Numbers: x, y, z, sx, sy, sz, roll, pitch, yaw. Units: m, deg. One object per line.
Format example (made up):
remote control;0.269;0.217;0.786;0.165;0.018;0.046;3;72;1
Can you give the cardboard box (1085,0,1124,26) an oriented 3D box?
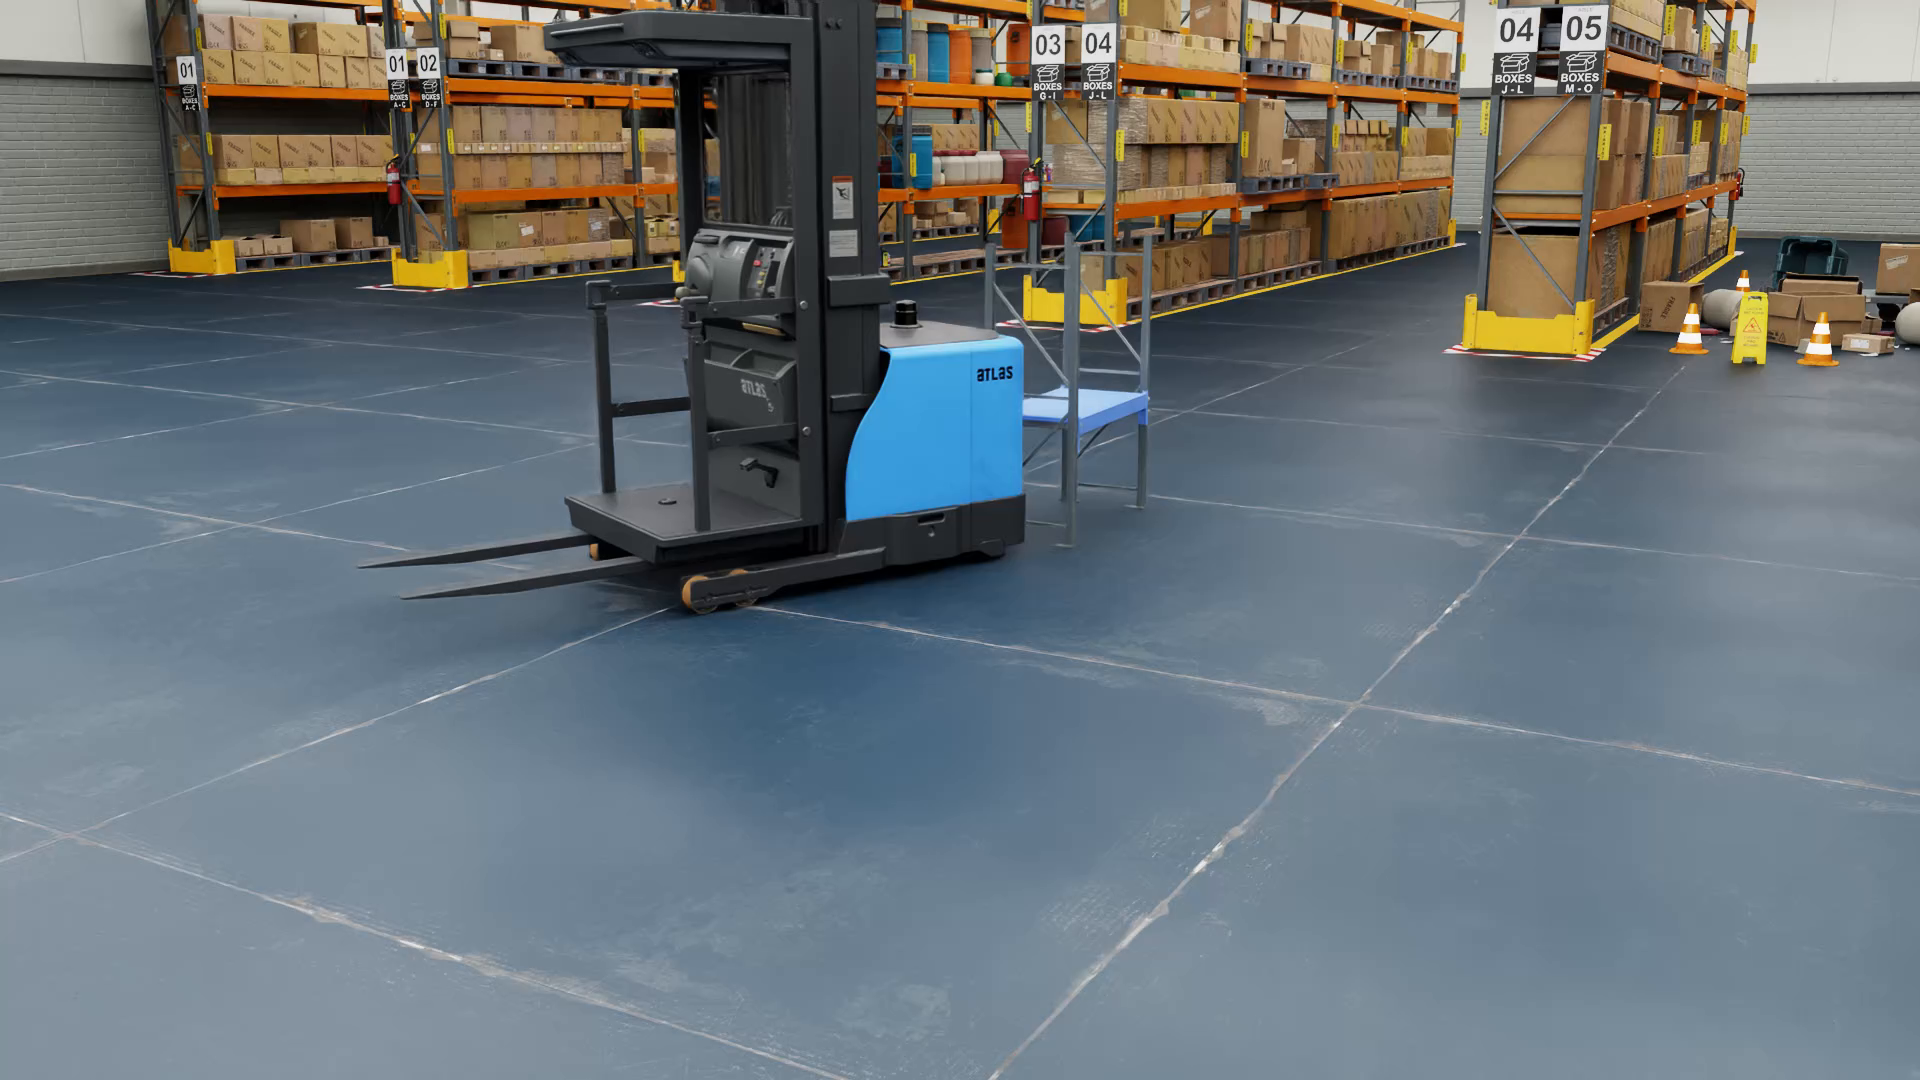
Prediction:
cardboard box;1.781;-6.152;19.338;0.500;0.500;0.500;7;15;28

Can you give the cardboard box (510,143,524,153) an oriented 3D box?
cardboard box;-6.541;-5.666;24.040;0.380;0.149;0.250;7;15;26

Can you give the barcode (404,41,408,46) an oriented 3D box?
barcode;-7.693;-6.891;23.080;0.001;0.075;0.075;7;15;28

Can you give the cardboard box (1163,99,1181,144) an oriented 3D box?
cardboard box;2.246;-4.877;19.382;0.500;0.500;0.500;7;15;28

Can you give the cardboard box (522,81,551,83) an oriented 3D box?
cardboard box;-7.999;-8.483;31.066;0.500;0.311;0.500;7;15;28

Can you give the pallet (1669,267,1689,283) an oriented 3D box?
pallet;9.793;-3.774;23.739;1.003;0.211;1.213;7;15;28

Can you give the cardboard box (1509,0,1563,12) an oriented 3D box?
cardboard box;5.538;-5.243;16.058;0.500;0.250;0.500;8;16;29

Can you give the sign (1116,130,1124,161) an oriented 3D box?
sign;1.728;-4.271;18.001;0.100;0.325;0.005;7;15;28

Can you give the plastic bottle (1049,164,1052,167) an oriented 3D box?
plastic bottle;1.601;-6.585;29.711;0.152;0.276;0.135;7;15;28

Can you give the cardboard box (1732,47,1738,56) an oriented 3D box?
cardboard box;12.377;-7.909;26.943;0.380;0.149;0.250;8;16;31

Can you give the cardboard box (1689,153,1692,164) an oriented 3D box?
cardboard box;10.200;-5.436;23.686;0.380;0.149;0.250;7;15;28

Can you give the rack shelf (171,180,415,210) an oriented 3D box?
rack shelf;-10.788;-5.656;27.127;1.077;0.370;4.000;7;15;28

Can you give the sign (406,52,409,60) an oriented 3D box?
sign;-9.343;-8.065;28.084;0.100;0.325;0.005;7;15;28

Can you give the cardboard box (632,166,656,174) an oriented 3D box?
cardboard box;-5.219;-5.991;27.270;0.396;0.266;0.258;7;15;27

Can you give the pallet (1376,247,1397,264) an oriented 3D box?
pallet;6.747;-4.851;28.204;1.003;0.211;1.213;7;15;28

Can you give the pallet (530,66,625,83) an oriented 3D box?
pallet;-5.873;-7.092;25.341;1.003;0.211;1.213;7;15;28

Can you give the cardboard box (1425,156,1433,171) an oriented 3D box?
cardboard box;8.246;-6.820;30.109;0.500;0.250;0.500;7;15;28

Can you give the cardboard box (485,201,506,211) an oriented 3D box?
cardboard box;-8.765;-6.230;30.769;0.500;0.250;0.500;7;15;28

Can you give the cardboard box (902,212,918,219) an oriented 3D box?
cardboard box;-1.226;-6.706;34.748;0.500;0.311;0.500;7;15;28

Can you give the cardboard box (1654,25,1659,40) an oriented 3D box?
cardboard box;7.462;-5.575;18.286;0.380;0.149;0.250;8;16;29

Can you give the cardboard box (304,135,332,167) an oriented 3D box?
cardboard box;-10.519;-6.273;26.831;0.500;0.500;0.500;8;16;30

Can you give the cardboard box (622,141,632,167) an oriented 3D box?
cardboard box;-6.927;-7.718;33.256;0.500;0.500;0.500;7;15;28

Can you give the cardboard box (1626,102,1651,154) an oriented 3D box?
cardboard box;7.107;-4.549;18.380;0.875;0.550;0.550;7;15;28

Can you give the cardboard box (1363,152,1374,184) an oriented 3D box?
cardboard box;6.329;-5.984;26.741;0.500;0.500;0.500;7;15;28

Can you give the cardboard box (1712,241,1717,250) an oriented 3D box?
cardboard box;12.396;-4.918;27.719;0.380;0.149;0.250;7;15;27

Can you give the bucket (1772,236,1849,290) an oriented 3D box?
bucket;9.432;-3.008;18.350;0.620;0.611;0.726;1;9;-42

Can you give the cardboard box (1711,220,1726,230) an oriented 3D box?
cardboard box;12.799;-5.361;28.290;0.380;0.149;0.250;8;16;30

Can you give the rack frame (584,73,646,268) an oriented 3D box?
rack frame;-5.483;-5.855;26.420;1.000;3.000;0.127;7;15;28

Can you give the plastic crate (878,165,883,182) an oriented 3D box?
plastic crate;-1.513;-5.170;23.710;0.767;0.338;0.504;7;15;28

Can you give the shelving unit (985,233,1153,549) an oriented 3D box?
shelving unit;0.580;-0.822;8.743;0.538;1.500;1.048;7;15;25

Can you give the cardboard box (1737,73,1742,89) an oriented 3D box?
cardboard box;12.561;-7.556;27.396;0.500;0.250;0.500;8;16;31

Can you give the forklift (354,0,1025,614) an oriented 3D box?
forklift;-1.177;-1.245;7.442;3.031;2.935;1.130;-9;16;-34

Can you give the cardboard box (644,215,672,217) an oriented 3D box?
cardboard box;-5.049;-5.320;27.976;0.500;0.311;0.500;7;15;28

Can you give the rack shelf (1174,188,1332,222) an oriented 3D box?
rack shelf;4.154;-4.793;23.548;1.077;0.370;4.000;7;15;28

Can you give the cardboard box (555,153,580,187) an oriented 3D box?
cardboard box;-6.187;-5.601;25.151;0.700;0.500;0.500;8;16;29

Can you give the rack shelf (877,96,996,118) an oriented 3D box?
rack shelf;-0.649;-9.015;34.663;1.077;0.370;4.000;7;15;28

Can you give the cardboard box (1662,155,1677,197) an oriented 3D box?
cardboard box;8.703;-4.585;20.940;0.500;0.500;0.500;8;16;29

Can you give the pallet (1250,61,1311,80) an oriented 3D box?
pallet;4.077;-6.427;22.791;1.213;0.211;1.003;7;15;28

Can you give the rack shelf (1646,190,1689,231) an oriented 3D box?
rack shelf;8.447;-4.210;21.131;1.077;0.370;4.000;7;15;28

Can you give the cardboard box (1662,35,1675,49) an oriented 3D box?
cardboard box;8.385;-5.996;20.032;0.380;0.149;0.250;7;15;28

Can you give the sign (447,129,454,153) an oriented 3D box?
sign;-6.934;-5.430;22.639;0.100;0.325;0.005;7;15;28

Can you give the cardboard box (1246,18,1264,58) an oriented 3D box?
cardboard box;3.501;-6.530;21.702;0.797;0.503;0.637;7;15;25

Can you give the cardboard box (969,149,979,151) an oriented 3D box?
cardboard box;0.092;-8.136;35.668;0.500;0.500;0.500;8;15;29

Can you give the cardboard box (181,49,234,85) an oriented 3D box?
cardboard box;-11.375;-7.152;25.142;0.500;0.500;0.500;8;16;30

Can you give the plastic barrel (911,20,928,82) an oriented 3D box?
plastic barrel;-0.777;-7.258;24.770;0.600;0.901;0.600;0;14;0

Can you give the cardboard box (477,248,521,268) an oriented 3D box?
cardboard box;-6.724;-4.090;24.068;0.500;0.250;0.500;7;15;28

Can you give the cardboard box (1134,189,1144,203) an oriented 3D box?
cardboard box;1.871;-3.919;18.927;0.380;0.149;0.250;7;15;28

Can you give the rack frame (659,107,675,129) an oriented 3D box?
rack frame;-5.954;-8.057;35.553;1.000;3.000;0.127;7;15;28

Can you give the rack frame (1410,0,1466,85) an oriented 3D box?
rack frame;8.988;-10.110;31.270;1.000;3.000;0.127;7;15;28

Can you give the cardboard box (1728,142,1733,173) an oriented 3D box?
cardboard box;12.549;-6.372;27.715;0.500;0.500;0.500;8;16;31

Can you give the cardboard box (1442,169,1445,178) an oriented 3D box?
cardboard box;8.857;-6.856;31.109;0.380;0.149;0.250;7;15;28

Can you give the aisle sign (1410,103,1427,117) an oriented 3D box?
aisle sign;8.760;-8.506;31.871;0.394;0.787;0.004;7;15;28

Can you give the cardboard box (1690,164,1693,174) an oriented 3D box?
cardboard box;10.322;-5.342;23.931;0.380;0.149;0.250;8;16;30

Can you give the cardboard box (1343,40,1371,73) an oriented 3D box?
cardboard box;6.089;-7.687;26.501;0.797;0.503;0.637;7;15;27

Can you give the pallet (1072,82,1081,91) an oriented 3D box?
pallet;1.879;-7.896;28.888;1.003;0.211;1.213;7;15;28
